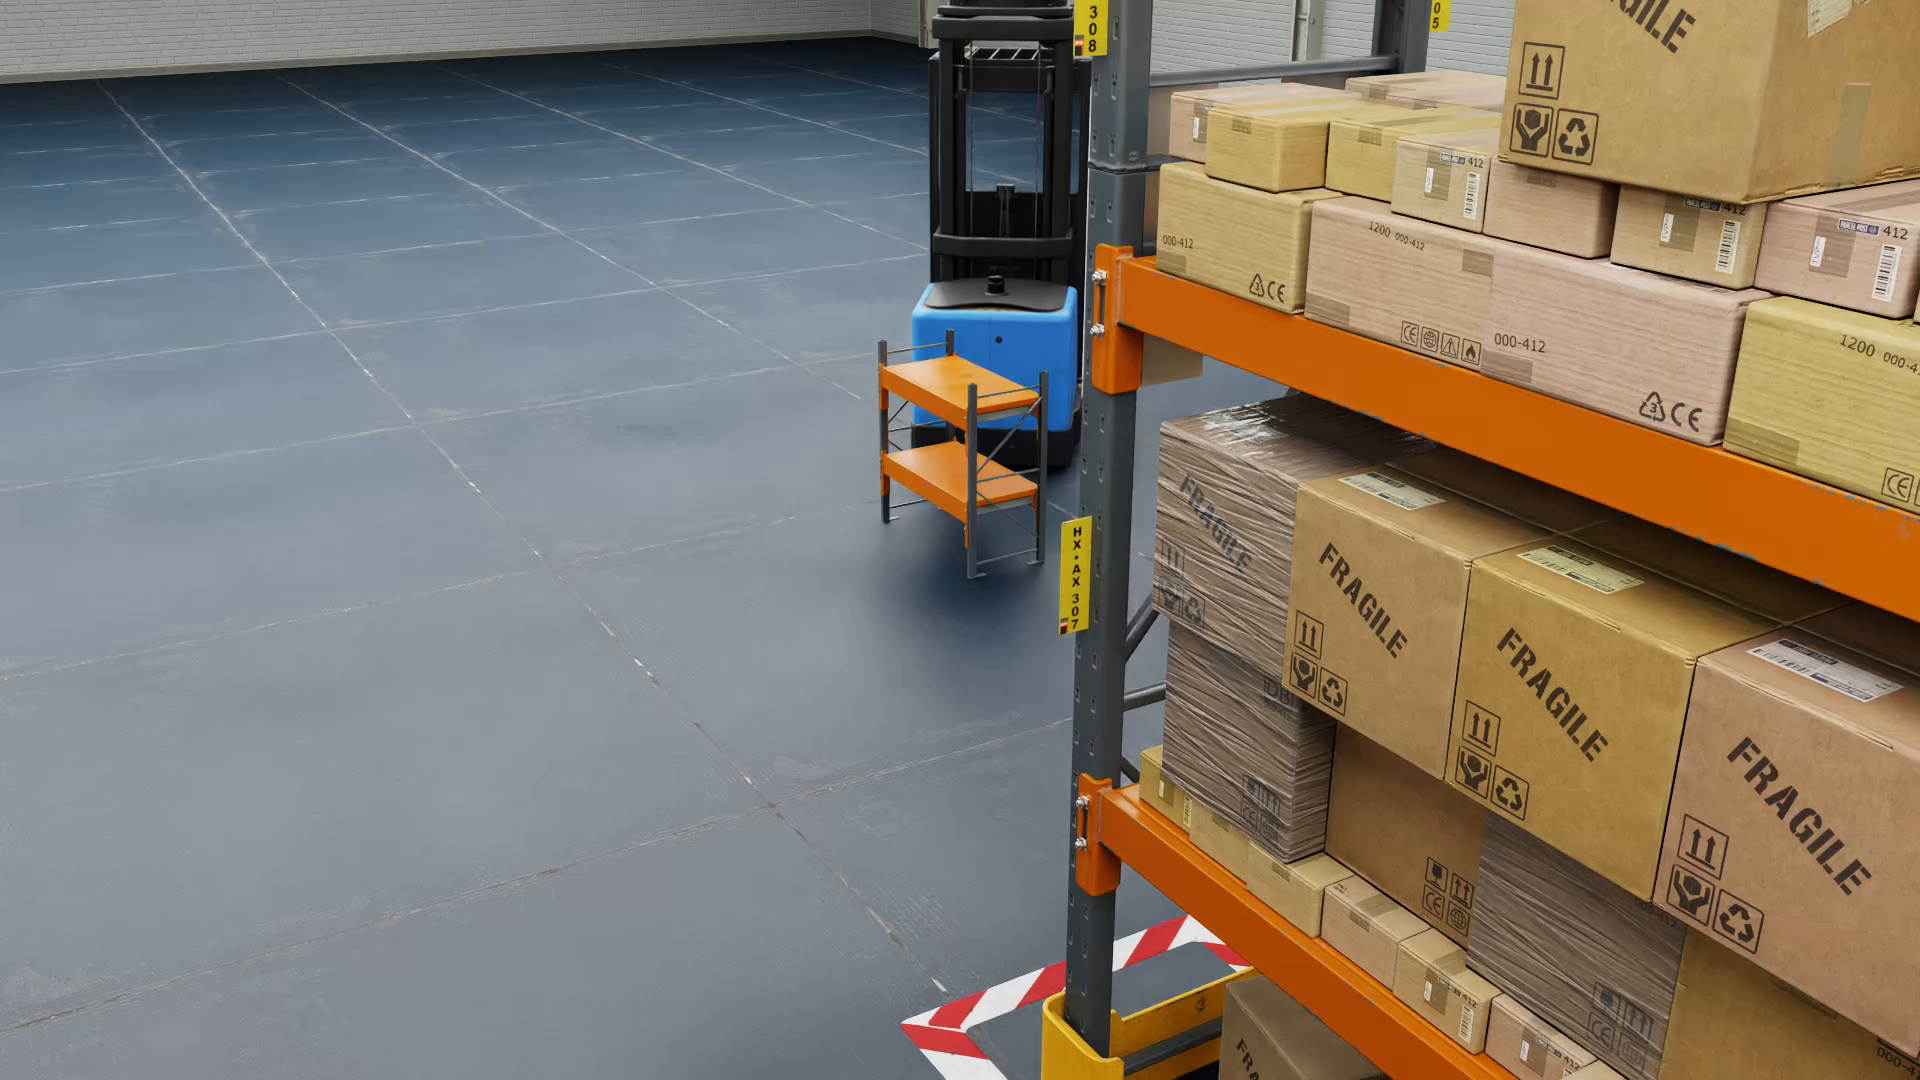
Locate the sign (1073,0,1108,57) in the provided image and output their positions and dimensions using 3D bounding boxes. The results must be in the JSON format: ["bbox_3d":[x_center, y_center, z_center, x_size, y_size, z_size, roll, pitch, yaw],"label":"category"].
[{"bbox_3d":[0.311,-1.297,3.875,0.100,0.325,0.005,-13,25,-28],"label":"sign"}]

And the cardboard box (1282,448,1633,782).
[{"bbox_3d":[1.073,0.139,3.629,0.500,0.500,0.500,-13,25,-28],"label":"cardboard box"}]

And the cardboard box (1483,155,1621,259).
[{"bbox_3d":[1.202,-0.636,3.079,0.380,0.149,0.250,-13,25,-28],"label":"cardboard box"}]

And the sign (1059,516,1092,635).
[{"bbox_3d":[0.311,0.096,4.441,0.100,0.325,0.005,-13,25,-28],"label":"sign"}]

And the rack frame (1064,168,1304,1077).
[{"bbox_3d":[0.777,0.393,4.861,1.000,3.000,0.127,-13,25,-28],"label":"rack frame"}]

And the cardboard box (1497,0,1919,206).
[{"bbox_3d":[1.303,-0.880,2.817,0.500,0.500,0.500,-13,25,-28],"label":"cardboard box"}]

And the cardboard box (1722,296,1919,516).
[{"bbox_3d":[1.590,-0.227,2.602,0.500,0.250,0.500,-12,25,-27],"label":"cardboard box"}]

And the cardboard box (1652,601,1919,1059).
[{"bbox_3d":[1.590,0.462,2.836,0.500,0.500,0.500,-13,25,-28],"label":"cardboard box"}]

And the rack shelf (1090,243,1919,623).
[{"bbox_3d":[1.799,-0.016,2.839,1.077,0.370,4.000,-13,25,-28],"label":"rack shelf"}]

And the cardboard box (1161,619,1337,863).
[{"bbox_3d":[1.035,0.392,4.335,0.875,0.500,0.500,-13,25,-28],"label":"cardboard box"}]

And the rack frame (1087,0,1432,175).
[{"bbox_3d":[0.777,-2.386,3.731,1.000,3.000,0.127,-13,25,-28],"label":"rack frame"}]

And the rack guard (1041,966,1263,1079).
[{"bbox_3d":[0.816,1.576,5.271,1.175,0.500,0.348,-13,25,-28],"label":"rack guard"}]

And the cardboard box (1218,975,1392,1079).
[{"bbox_3d":[1.082,1.562,4.747,0.500,0.500,0.500,-8,23,-18],"label":"cardboard box"}]

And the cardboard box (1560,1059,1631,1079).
[{"bbox_3d":[1.401,1.152,3.328,0.380,0.149,0.250,-13,25,-28],"label":"cardboard box"}]

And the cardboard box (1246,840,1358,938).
[{"bbox_3d":[0.944,0.816,4.154,0.380,0.149,0.250,-13,25,-28],"label":"cardboard box"}]

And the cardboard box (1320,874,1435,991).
[{"bbox_3d":[1.089,0.893,3.965,0.380,0.149,0.250,-13,25,-28],"label":"cardboard box"}]

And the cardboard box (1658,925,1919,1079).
[{"bbox_3d":[1.857,0.865,3.171,0.875,0.500,0.500,-13,25,-28],"label":"cardboard box"}]

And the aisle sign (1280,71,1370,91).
[{"bbox_3d":[1.003,-0.889,4.563,0.394,0.787,0.004,-13,25,-28],"label":"aisle sign"}]

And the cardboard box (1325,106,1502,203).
[{"bbox_3d":[1.003,-0.818,3.526,0.380,0.149,0.250,-13,26,-29],"label":"cardboard box"}]

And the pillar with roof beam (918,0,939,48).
[{"bbox_3d":[-4.372,-14.067,32.470,9.100,9.000,0.400,-13,25,-28],"label":"pillar with roof beam"}]

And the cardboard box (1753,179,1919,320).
[{"bbox_3d":[1.522,-0.479,2.692,0.380,0.149,0.250,-13,25,-29],"label":"cardboard box"}]

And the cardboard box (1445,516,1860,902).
[{"bbox_3d":[1.330,0.301,3.232,0.500,0.500,0.500,-13,25,-28],"label":"cardboard box"}]

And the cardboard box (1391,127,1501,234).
[{"bbox_3d":[1.081,-0.716,3.275,0.380,0.149,0.250,-12,25,-26],"label":"cardboard box"}]

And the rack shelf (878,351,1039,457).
[{"bbox_3d":[0.003,-0.790,9.484,0.538,0.278,1.000,-13,25,-28],"label":"rack shelf"}]

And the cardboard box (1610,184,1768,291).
[{"bbox_3d":[1.354,-0.551,2.869,0.380,0.149,0.250,-14,26,-31],"label":"cardboard box"}]

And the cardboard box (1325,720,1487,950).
[{"bbox_3d":[1.393,0.531,3.994,0.875,0.500,0.500,-13,25,-28],"label":"cardboard box"}]

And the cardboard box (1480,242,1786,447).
[{"bbox_3d":[1.319,-0.395,3.014,0.500,0.250,0.500,-13,25,-28],"label":"cardboard box"}]

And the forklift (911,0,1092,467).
[{"bbox_3d":[0.363,-2.352,11.704,1.130,2.935,3.031,3,22,6],"label":"forklift"}]

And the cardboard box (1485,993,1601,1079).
[{"bbox_3d":[1.362,1.051,3.576,0.380,0.149,0.250,-13,25,-28],"label":"cardboard box"}]

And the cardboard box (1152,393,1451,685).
[{"bbox_3d":[0.824,-0.024,4.031,0.500,0.500,0.500,-13,25,-28],"label":"cardboard box"}]

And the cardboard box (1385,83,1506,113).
[{"bbox_3d":[1.219,-0.975,3.913,0.380,0.149,0.250,-14,26,-30],"label":"cardboard box"}]

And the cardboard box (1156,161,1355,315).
[{"bbox_3d":[0.801,-0.721,3.818,0.500,0.250,0.500,-12,25,-27],"label":"cardboard box"}]

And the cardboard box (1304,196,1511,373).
[{"bbox_3d":[1.070,-0.556,3.411,0.500,0.250,0.500,-13,26,-29],"label":"cardboard box"}]

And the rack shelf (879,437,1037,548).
[{"bbox_3d":[0.003,-0.292,9.686,0.538,0.278,1.000,-13,25,-28],"label":"rack shelf"}]

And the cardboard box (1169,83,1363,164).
[{"bbox_3d":[0.719,-0.978,3.921,0.380,0.149,0.250,-13,25,-29],"label":"cardboard box"}]

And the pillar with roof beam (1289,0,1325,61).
[{"bbox_3d":[1.758,-10.183,22.913,9.100,9.000,0.400,-13,25,-28],"label":"pillar with roof beam"}]

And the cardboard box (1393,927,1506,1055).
[{"bbox_3d":[1.211,0.975,3.762,0.380,0.149,0.250,-13,25,-28],"label":"cardboard box"}]

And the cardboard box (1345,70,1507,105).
[{"bbox_3d":[1.187,-1.082,4.176,0.380,0.149,0.250,-13,25,-28],"label":"cardboard box"}]

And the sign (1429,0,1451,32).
[{"bbox_3d":[1.265,-1.507,4.376,0.100,0.325,0.005,-13,25,-28],"label":"sign"}]

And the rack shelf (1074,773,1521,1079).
[{"bbox_3d":[1.799,1.374,3.404,1.077,0.370,4.000,-13,25,-28],"label":"rack shelf"}]

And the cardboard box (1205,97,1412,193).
[{"bbox_3d":[0.768,-0.876,3.668,0.380,0.149,0.250,-12,25,-27],"label":"cardboard box"}]

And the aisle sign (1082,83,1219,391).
[{"bbox_3d":[0.488,-0.774,4.279,0.394,0.787,0.004,-13,25,-28],"label":"aisle sign"}]

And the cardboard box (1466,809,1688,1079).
[{"bbox_3d":[1.611,0.701,3.575,0.875,0.500,0.500,-13,25,-28],"label":"cardboard box"}]

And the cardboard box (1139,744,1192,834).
[{"bbox_3d":[0.718,0.648,4.568,0.380,0.149,0.250,-13,25,-28],"label":"cardboard box"}]

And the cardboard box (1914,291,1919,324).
[{"bbox_3d":[1.666,-0.396,2.489,0.380,0.149,0.250,-14,26,-30],"label":"cardboard box"}]

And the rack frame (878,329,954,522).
[{"bbox_3d":[-0.256,-0.683,9.999,0.500,1.125,0.032,-13,25,-28],"label":"rack frame"}]

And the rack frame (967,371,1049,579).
[{"bbox_3d":[0.263,-0.354,9.189,0.500,1.125,0.032,-13,25,-28],"label":"rack frame"}]

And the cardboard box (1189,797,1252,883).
[{"bbox_3d":[0.829,0.732,4.360,0.380,0.149,0.250,-13,25,-28],"label":"cardboard box"}]

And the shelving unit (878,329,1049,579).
[{"bbox_3d":[0.003,-0.519,9.594,0.538,1.125,1.048,-13,25,-28],"label":"shelving unit"}]
